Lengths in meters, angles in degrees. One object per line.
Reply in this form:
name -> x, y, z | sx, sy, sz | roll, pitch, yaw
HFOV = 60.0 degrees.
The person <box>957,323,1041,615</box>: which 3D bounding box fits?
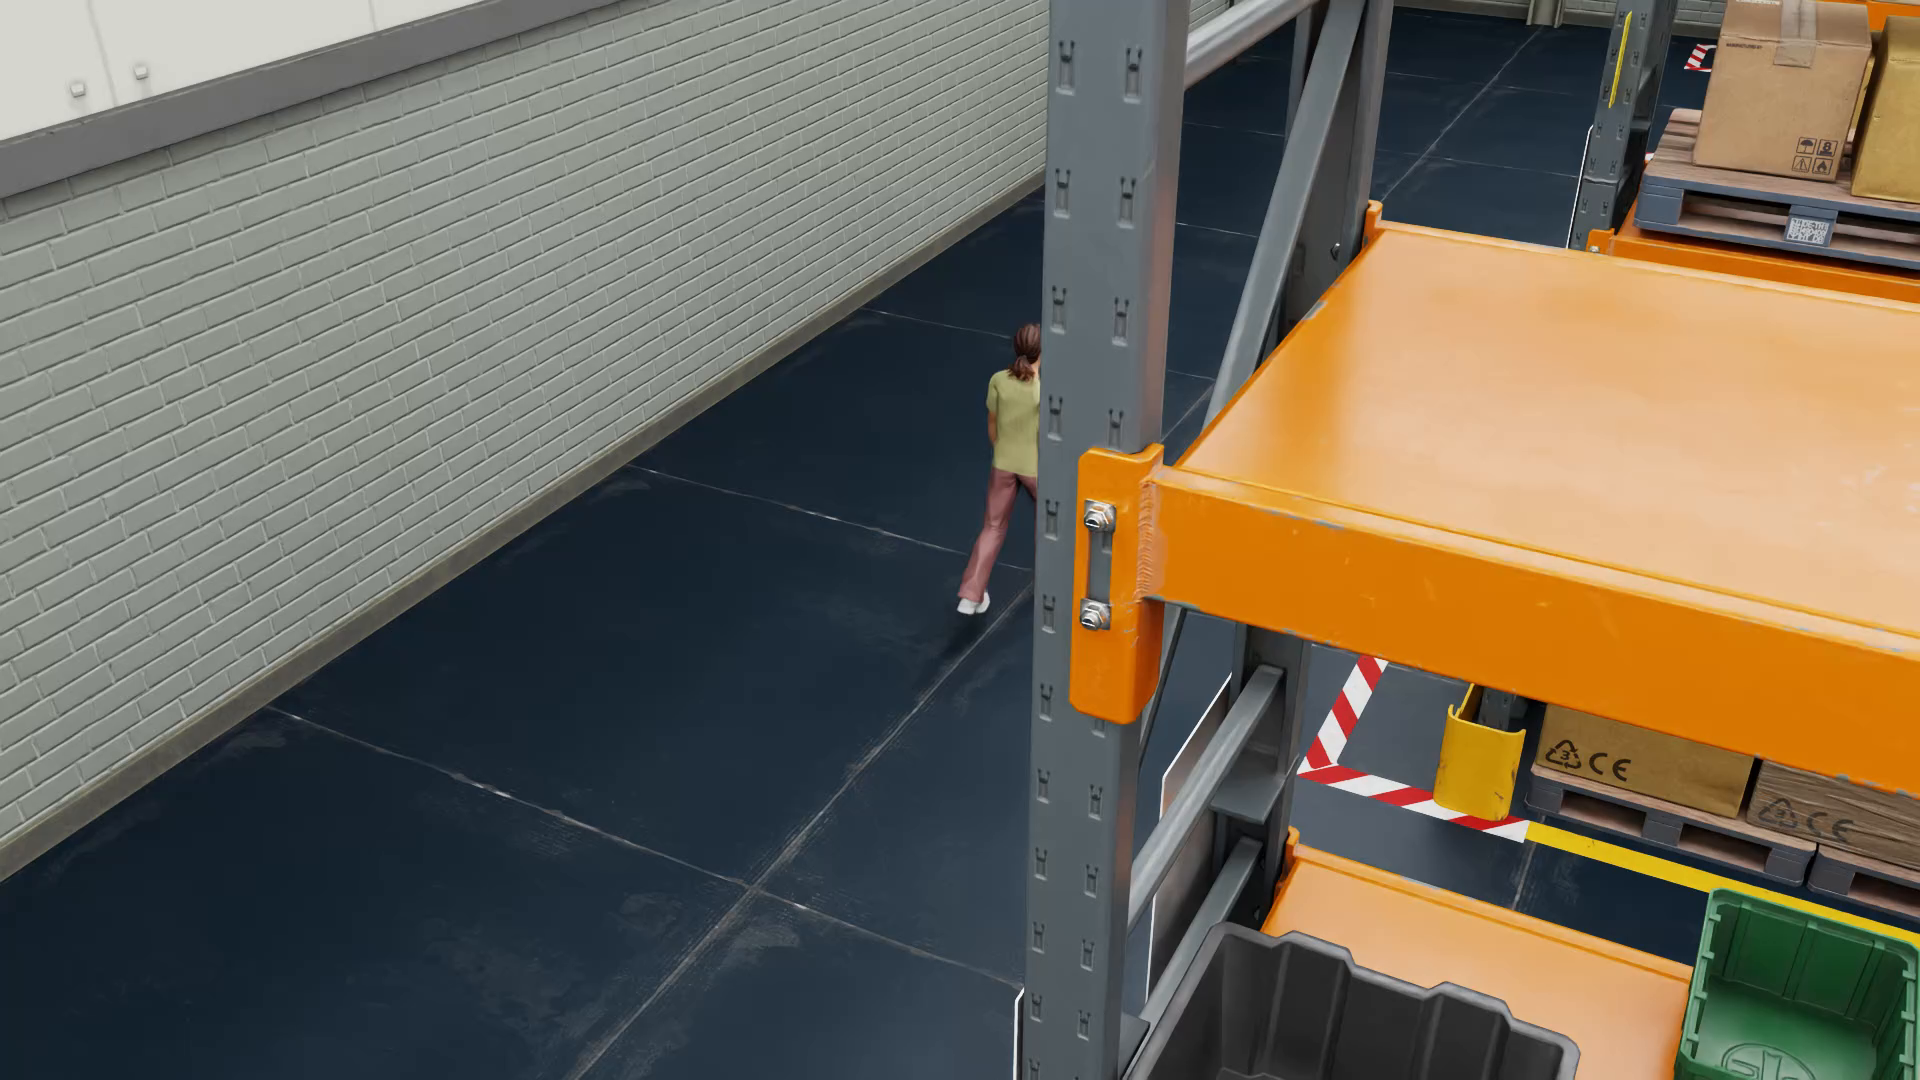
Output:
person -> 0.336, -0.376, 8.950 | 0.466, 1.631, 1.015 | 12, 32, 20
